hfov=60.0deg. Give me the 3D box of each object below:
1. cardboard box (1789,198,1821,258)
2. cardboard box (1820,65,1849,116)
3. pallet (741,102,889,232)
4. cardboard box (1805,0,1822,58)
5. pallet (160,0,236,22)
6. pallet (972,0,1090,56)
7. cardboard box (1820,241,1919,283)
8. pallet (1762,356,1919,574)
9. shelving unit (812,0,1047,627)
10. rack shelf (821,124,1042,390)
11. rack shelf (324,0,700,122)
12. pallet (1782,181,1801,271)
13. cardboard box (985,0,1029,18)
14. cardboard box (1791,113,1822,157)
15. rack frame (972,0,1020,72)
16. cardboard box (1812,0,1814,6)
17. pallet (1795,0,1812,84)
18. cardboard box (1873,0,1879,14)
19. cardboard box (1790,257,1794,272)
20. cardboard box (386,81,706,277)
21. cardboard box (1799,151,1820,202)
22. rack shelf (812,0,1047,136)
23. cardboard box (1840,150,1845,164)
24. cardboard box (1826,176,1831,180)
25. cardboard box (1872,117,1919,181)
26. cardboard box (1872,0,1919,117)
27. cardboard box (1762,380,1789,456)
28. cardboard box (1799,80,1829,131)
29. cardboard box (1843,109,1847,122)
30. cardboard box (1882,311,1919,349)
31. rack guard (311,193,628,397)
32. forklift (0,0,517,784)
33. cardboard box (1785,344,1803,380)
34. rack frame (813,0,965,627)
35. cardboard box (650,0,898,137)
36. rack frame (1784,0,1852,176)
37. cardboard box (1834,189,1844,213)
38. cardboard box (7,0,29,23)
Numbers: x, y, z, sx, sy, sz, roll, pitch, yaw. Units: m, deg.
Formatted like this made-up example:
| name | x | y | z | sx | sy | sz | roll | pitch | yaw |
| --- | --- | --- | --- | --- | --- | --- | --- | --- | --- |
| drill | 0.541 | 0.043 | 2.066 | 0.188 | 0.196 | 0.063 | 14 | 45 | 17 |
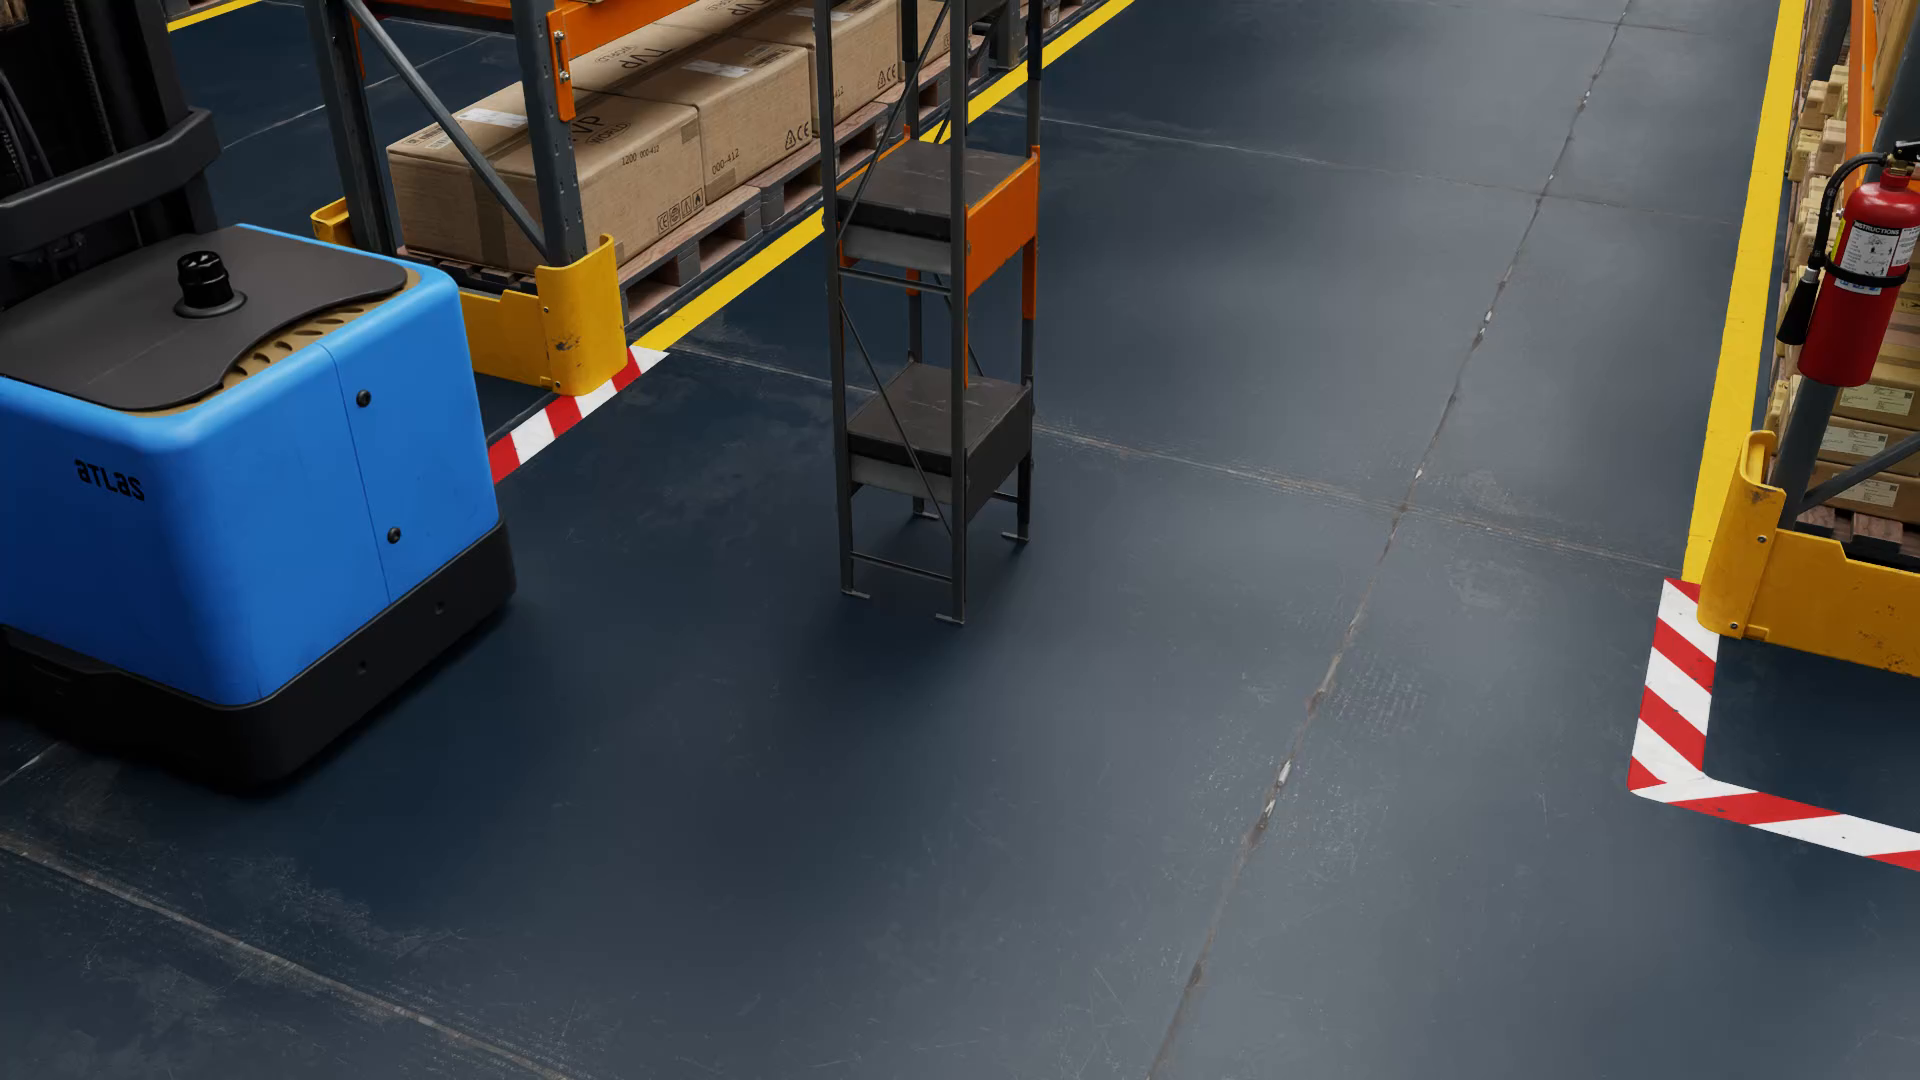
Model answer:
| name | x | y | z | sx | sy | sz | roll | pitch | yaw |
| --- | --- | --- | --- | --- | --- | --- | --- | --- | --- |
| cardboard box | 3.314 | -1.133 | 6.188 | 0.380 | 0.149 | 0.250 | 15 | 36 | 21 |
| cardboard box | 3.890 | -1.886 | 7.066 | 0.380 | 0.149 | 0.250 | 16 | 36 | 23 |
| pallet | -1.046 | -1.850 | 7.879 | 1.003 | 0.211 | 1.213 | 14 | 36 | 20 |
| cardboard box | 4.687 | -2.714 | 8.550 | 0.500 | 0.500 | 0.500 | 13 | 36 | 19 |
| pallet | -4.946 | -3.616 | 10.572 | 1.003 | 0.211 | 1.213 | 14 | 36 | 20 |
| pallet | 0.107 | -3.222 | 9.972 | 1.003 | 0.211 | 1.213 | 14 | 36 | 20 |
| cardboard box | 3.025 | -0.848 | 5.482 | 0.380 | 0.149 | 0.250 | 13 | 35 | 19 |
| pallet | 3.121 | -0.178 | 5.329 | 1.003 | 0.211 | 1.213 | 14 | 36 | 20 |
| shelving unit | -0.069 | -0.796 | 4.549 | 0.431 | 2.100 | 0.503 | 14 | 36 | 20 |
| rack shelf | -0.069 | -0.784 | 4.556 | 0.431 | 0.518 | 0.480 | 14 | 36 | 20 |
| rack shelf | -0.984 | -2.690 | 7.273 | 1.077 | 0.370 | 4.000 | 14 | 36 | 20 |
| pallet | 4.142 | -1.393 | 7.182 | 1.003 | 0.211 | 1.213 | 14 | 36 | 20 |
| cardboard box | 0.039 | -3.601 | 9.561 | 0.875 | 0.875 | 0.875 | 15 | 36 | 22 |
| cardboard box | 3.947 | -1.777 | 7.442 | 0.380 | 0.149 | 0.250 | 13 | 35 | 18 |
| rack frame | -0.147 | -3.987 | 8.595 | 1.000 | 3.000 | 0.127 | 14 | 36 | 20 |
| cardboard box | 5.119 | -3.222 | 9.326 | 0.500 | 0.500 | 0.500 | 13 | 36 | 19 |
| pallet | 5.224 | -2.733 | 9.226 | 1.003 | 0.211 | 1.213 | 14 | 36 | 20 |
| cardboard box | 3.095 | -1.869 | 5.002 | 0.500 | 0.500 | 0.500 | 14 | 36 | 21 |
| cardboard box | 3.441 | -1.122 | 6.442 | 0.380 | 0.149 | 0.250 | 13 | 35 | 19 |
| cardboard box | -1.636 | -1.451 | 6.680 | 0.875 | 0.438 | 0.875 | 13 | 35 | 19 |
| cardboard box | 3.779 | -1.509 | 7.033 | 0.380 | 0.149 | 0.250 | 14 | 36 | 20 |
| rack shelf | -0.069 | -1.370 | 4.172 | 0.431 | 0.518 | 0.480 | 14 | 36 | 20 |
| cardboard box | 3.520 | -1.351 | 6.250 | 0.380 | 0.149 | 0.250 | 13 | 35 | 19 |
| cardboard box | 3.603 | -1.361 | 6.535 | 0.380 | 0.149 | 0.250 | 16 | 36 | 23 |
| cardboard box | 2.597 | -1.032 | 4.317 | 0.380 | 0.149 | 0.250 | 14 | 36 | 21 |
| cardboard box | 2.672 | -1.359 | 4.224 | 0.500 | 0.500 | 0.500 | 15 | 36 | 21 |
| cardboard box | 2.764 | -0.354 | 5.272 | 0.380 | 0.149 | 0.250 | 15 | 36 | 22 |
| cardboard box | 3.949 | -1.902 | 7.361 | 0.380 | 0.149 | 0.250 | 16 | 36 | 23 |
| cardboard box | 3.740 | -1.614 | 6.650 | 0.380 | 0.149 | 0.250 | 13 | 36 | 19 |
| cardboard box | 2.866 | -0.575 | 5.066 | 0.380 | 0.149 | 0.250 | 15 | 36 | 21 |
| rack guard | -1.831 | -0.937 | 6.224 | 1.175 | 0.500 | 0.348 | 14 | 36 | 20 |
| forklift | -2.862 | -1.155 | 4.339 | 3.031 | 2.935 | 1.130 | 15 | 36 | 22 |
| cardboard box | 2.895 | -0.605 | 5.383 | 0.380 | 0.149 | 0.250 | 13 | 35 | 19 |
| rack frame | -0.171 | -0.674 | 4.363 | 0.400 | 2.100 | 0.015 | 14 | 36 | 20 |
| cardboard box | -0.882 | -2.357 | 8.063 | 0.875 | 0.438 | 0.875 | 13 | 35 | 19 |
| rack frame | 4.391 | -2.902 | 6.940 | 1.000 | 3.000 | 0.127 | 14 | 36 | 20 |
| cardboard box | 3.298 | -1.100 | 5.867 | 0.380 | 0.149 | 0.250 | 13 | 35 | 19 |
| cardboard box | -5.284 | -3.202 | 9.294 | 0.500 | 0.500 | 0.500 | 15 | 36 | 21 |
